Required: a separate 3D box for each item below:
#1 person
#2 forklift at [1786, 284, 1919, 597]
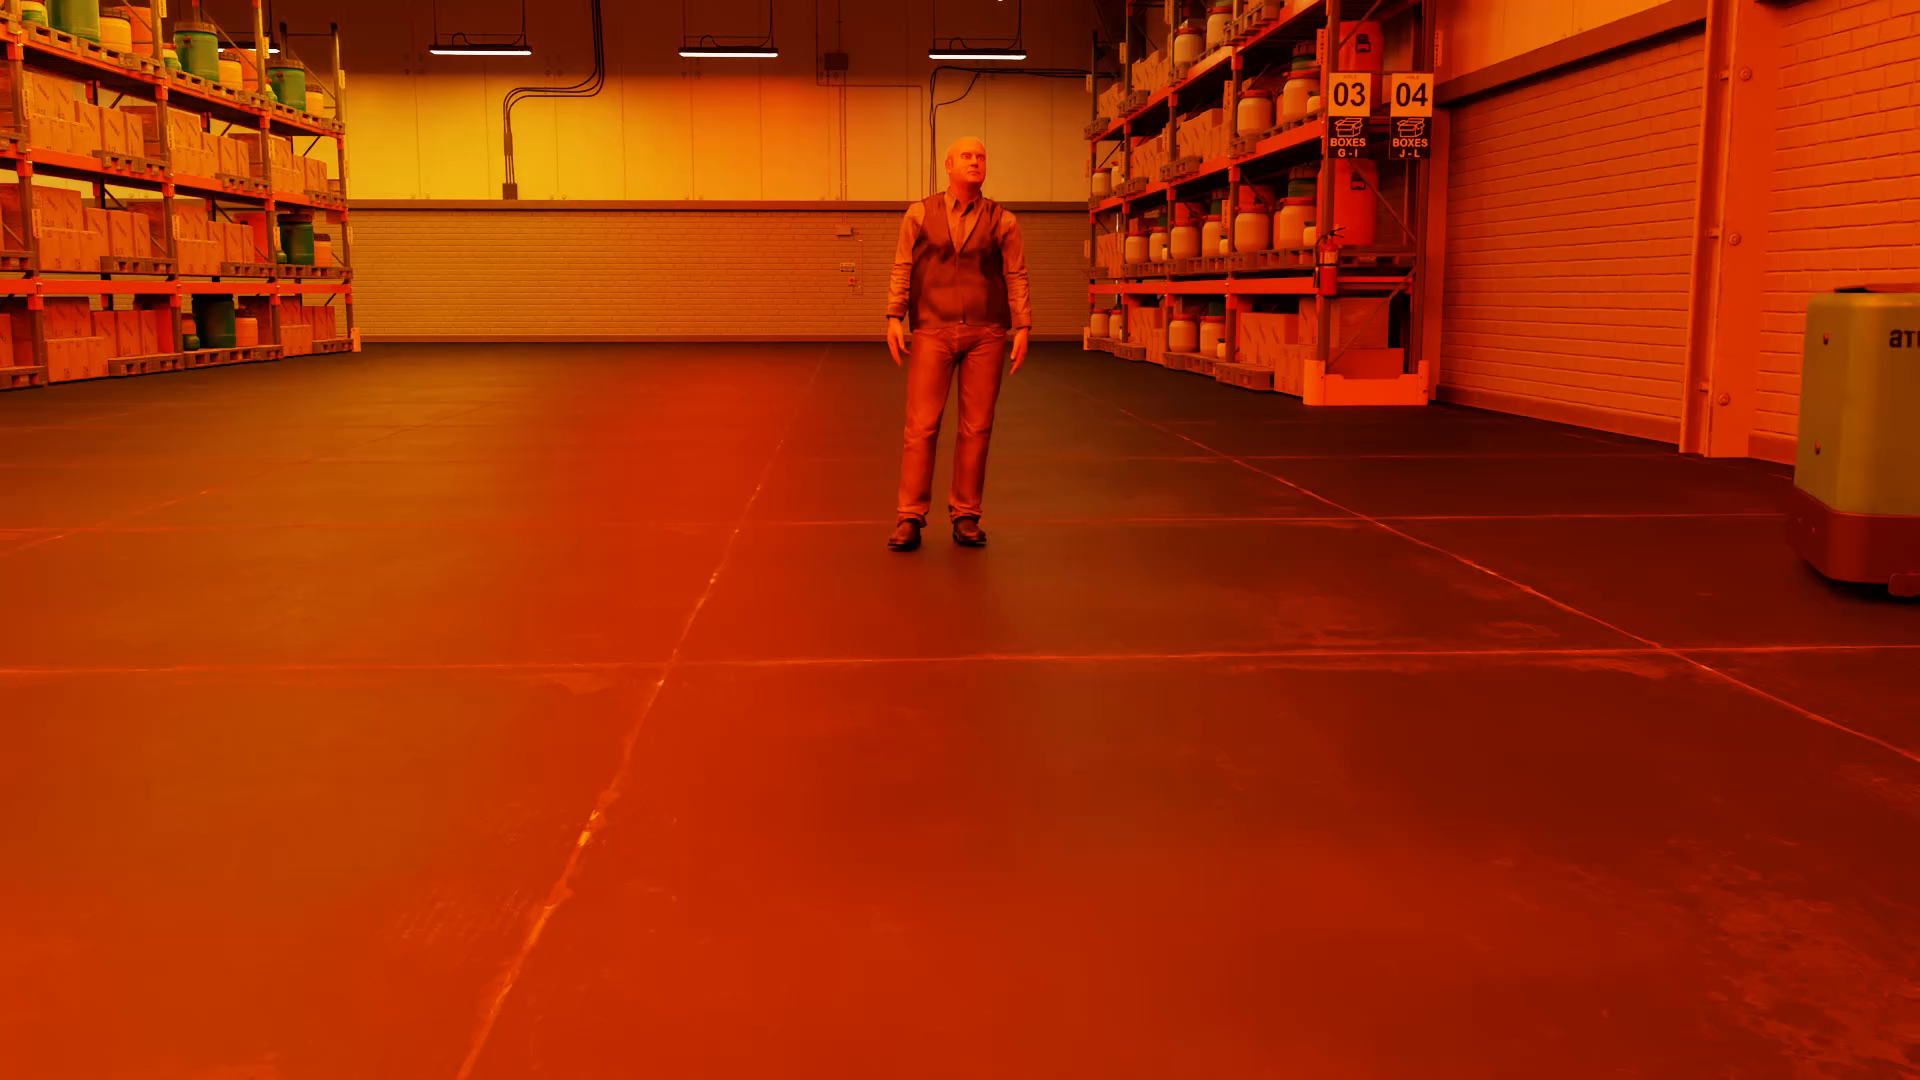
[{"bbox_3d":[-0.003,-0.850,7.120,0.634,1.722,0.566,-1,8,-4],"label":"person"},{"bbox_3d":[4.658,-1.238,5.671,3.031,2.935,1.130,3,9,17],"label":"forklift"}]
